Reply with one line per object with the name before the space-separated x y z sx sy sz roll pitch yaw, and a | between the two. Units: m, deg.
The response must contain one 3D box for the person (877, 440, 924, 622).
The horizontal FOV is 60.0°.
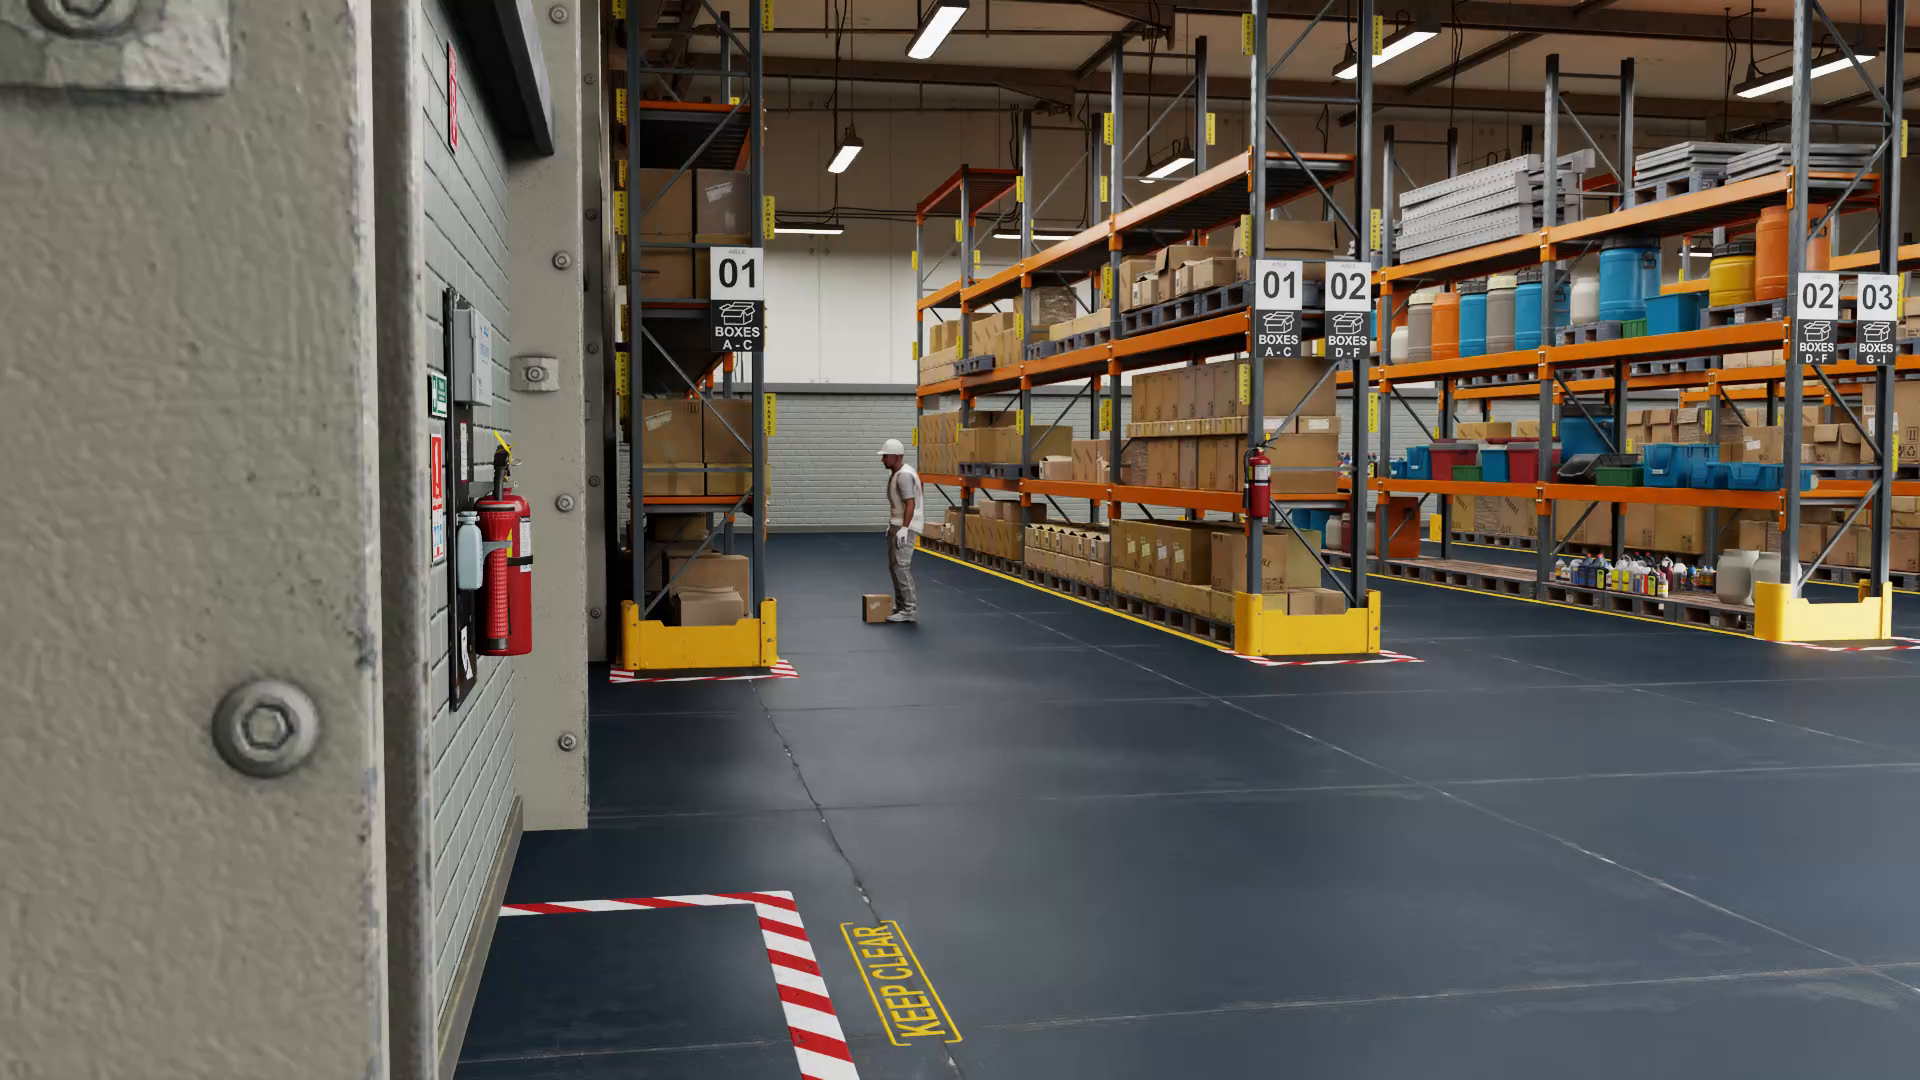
person | -0.592 -0.094 16.269 0.454 1.774 0.624 -1 3 -12
